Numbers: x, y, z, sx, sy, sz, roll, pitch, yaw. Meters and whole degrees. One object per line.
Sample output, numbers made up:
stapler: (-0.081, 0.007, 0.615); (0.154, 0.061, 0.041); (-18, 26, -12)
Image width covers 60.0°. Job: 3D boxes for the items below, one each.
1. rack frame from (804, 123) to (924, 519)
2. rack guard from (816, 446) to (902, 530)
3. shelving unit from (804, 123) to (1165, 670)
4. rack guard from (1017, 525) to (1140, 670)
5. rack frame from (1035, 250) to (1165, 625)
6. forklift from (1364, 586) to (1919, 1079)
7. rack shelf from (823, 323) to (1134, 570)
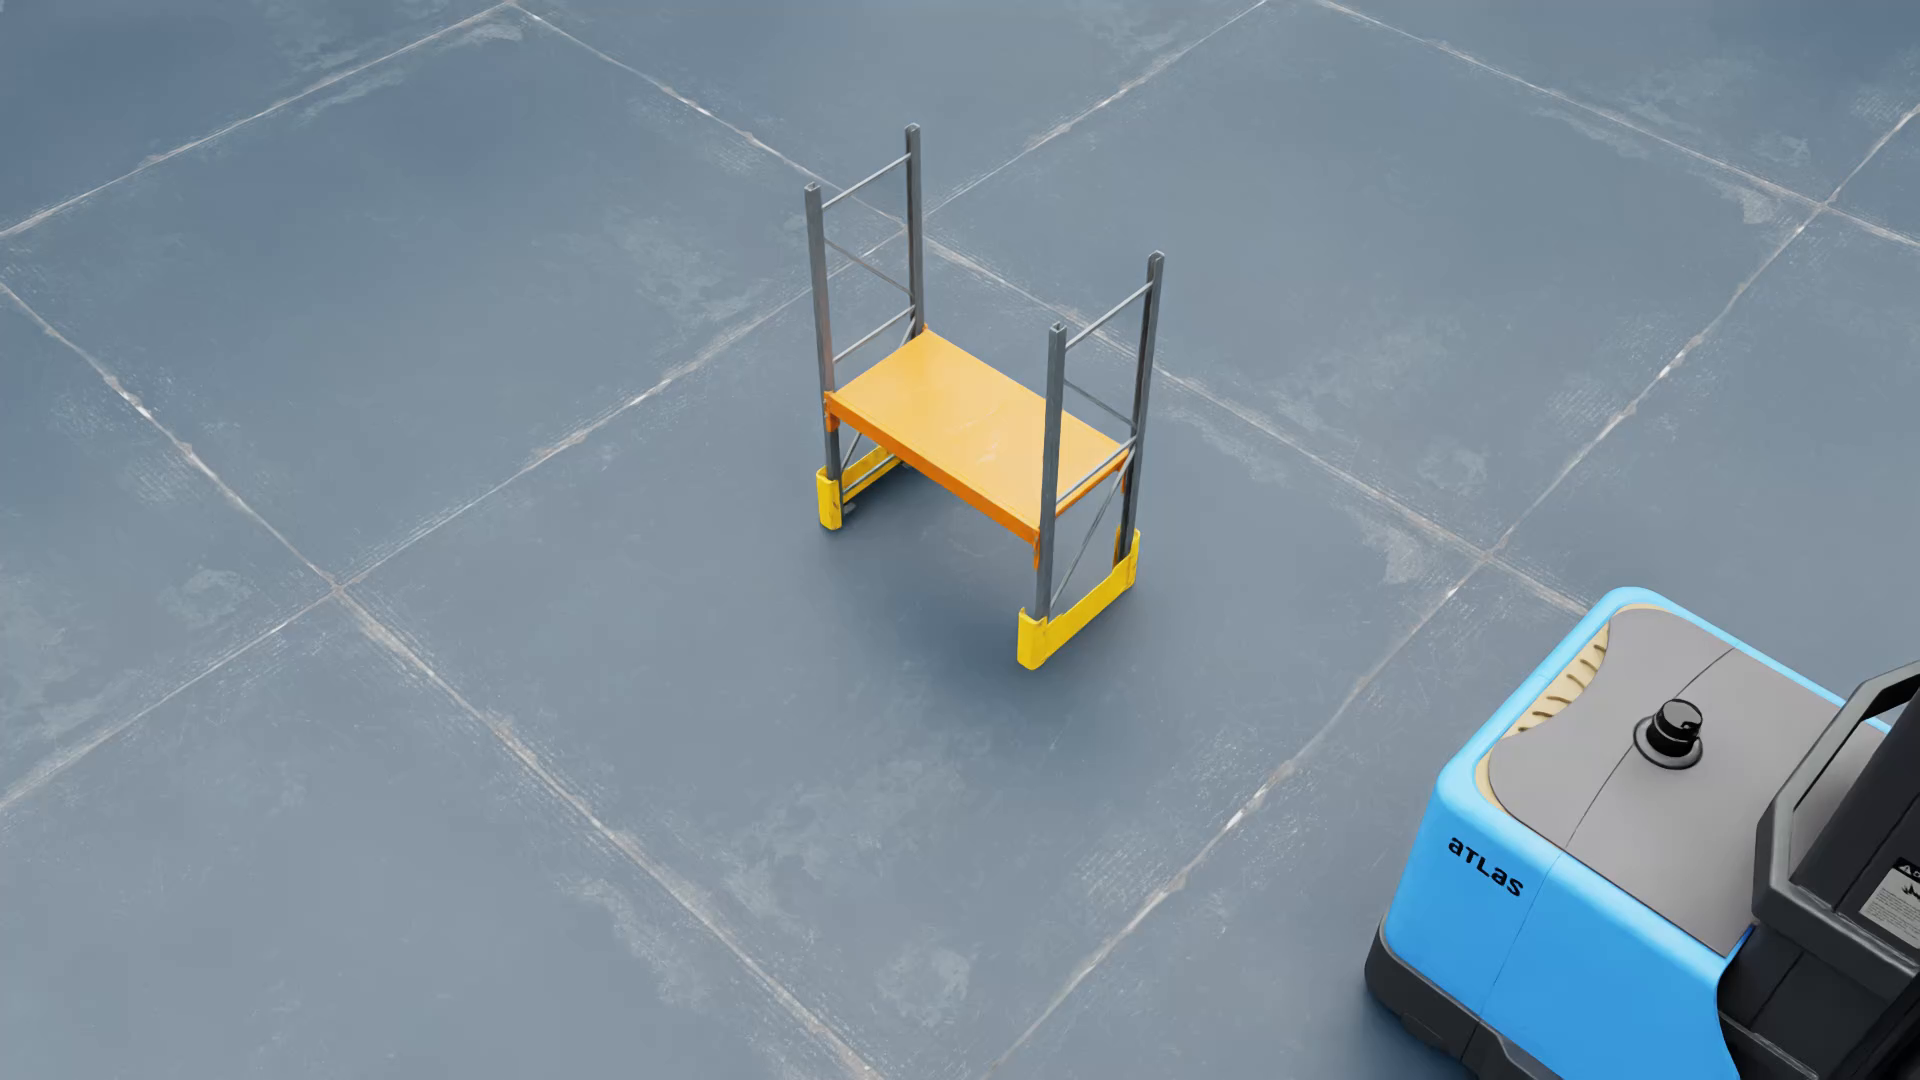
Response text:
rack frame: (-0.311, -0.723, 5.900); (0.032, 1.500, 0.500); (34, 55, 28)
rack guard: (-0.310, -0.294, 6.355); (0.087, 0.250, 0.587); (34, 55, 28)
shelving unit: (0.056, -0.476, 5.668); (1.083, 1.500, 0.587); (34, 55, 28)
rack guard: (0.422, 0.198, 5.892); (0.087, 0.250, 0.587); (34, 55, 28)
rack frame: (0.436, -0.220, 5.428); (0.032, 1.500, 0.500); (34, 55, 28)
forklift: (2.610, 0.837, 3.454); (3.031, 2.935, 1.130); (35, 56, 28)
rack shelf: (0.063, -0.348, 5.795); (1.000, 0.185, 0.538); (34, 55, 28)
